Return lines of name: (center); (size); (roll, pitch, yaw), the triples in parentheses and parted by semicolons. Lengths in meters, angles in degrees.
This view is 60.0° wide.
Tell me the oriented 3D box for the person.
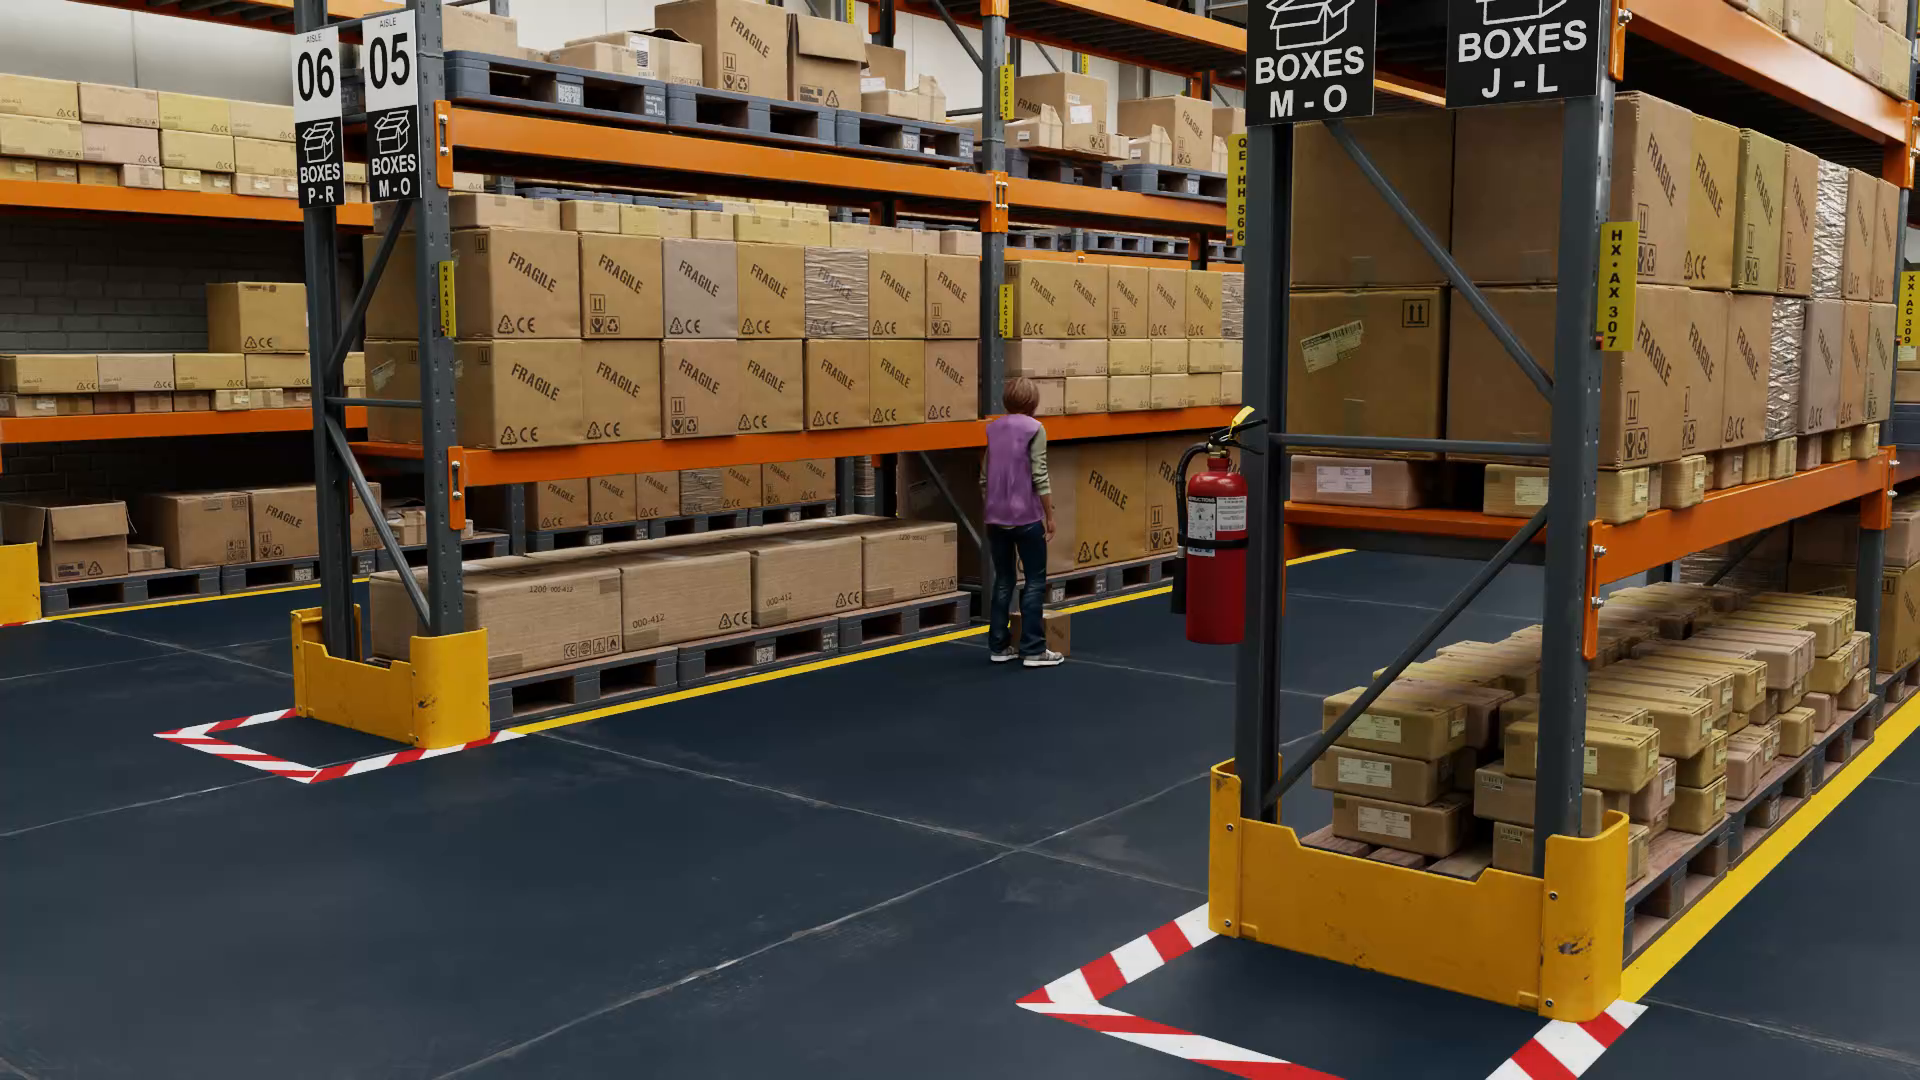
person: (0.319, -0.103, 9.219); (0.466, 1.593, 0.349); (5, 9, 38)
